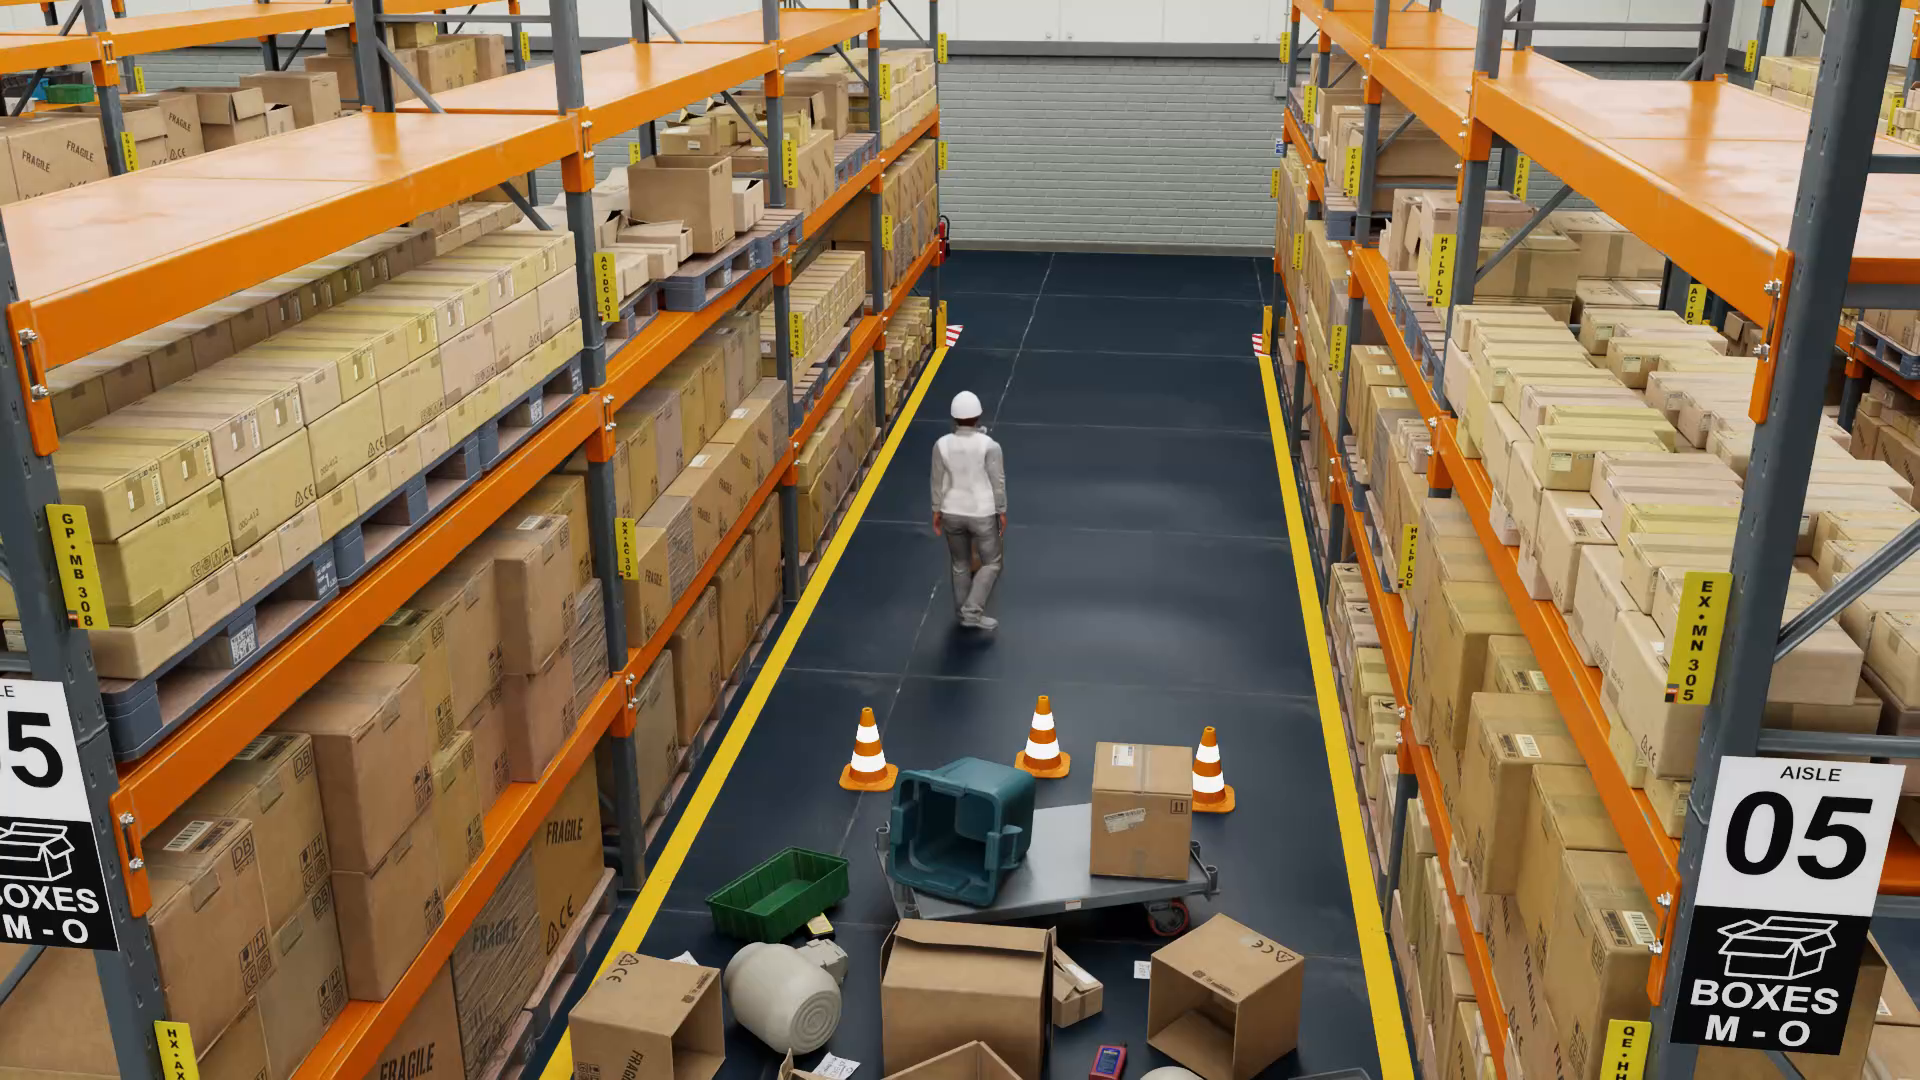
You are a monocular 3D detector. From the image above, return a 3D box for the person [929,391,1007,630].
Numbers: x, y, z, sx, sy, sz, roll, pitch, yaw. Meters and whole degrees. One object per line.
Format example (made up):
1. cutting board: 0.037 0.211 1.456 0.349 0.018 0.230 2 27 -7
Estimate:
1. person: 0.049 -0.179 11.946 0.563 1.777 0.552 7 22 17
